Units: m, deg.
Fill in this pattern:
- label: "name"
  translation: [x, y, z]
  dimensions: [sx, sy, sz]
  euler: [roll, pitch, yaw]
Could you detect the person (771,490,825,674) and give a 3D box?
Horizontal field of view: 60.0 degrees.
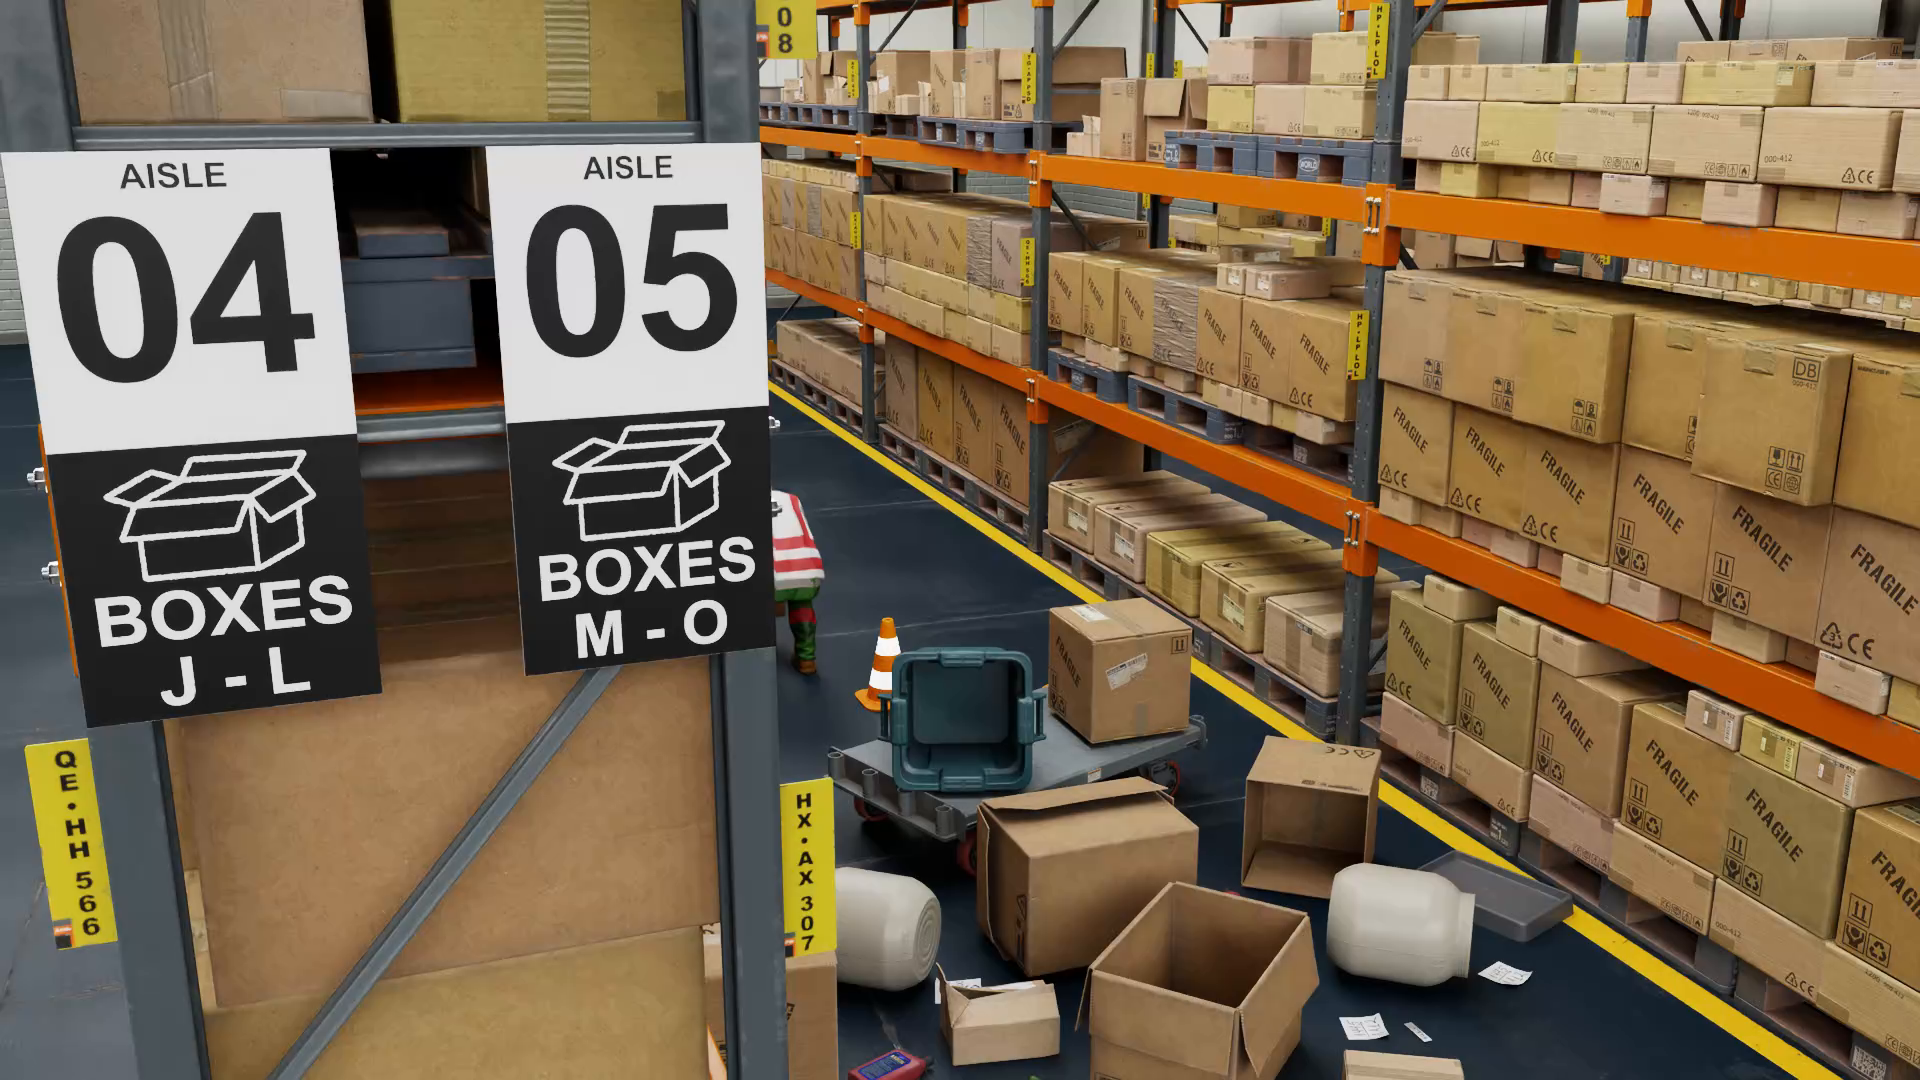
- label: "person"
  translation: [-1.101, 0.183, 9.547]
  dimensions: [0.583, 1.136, 0.854]
  euler: [-6, 16, -20]
